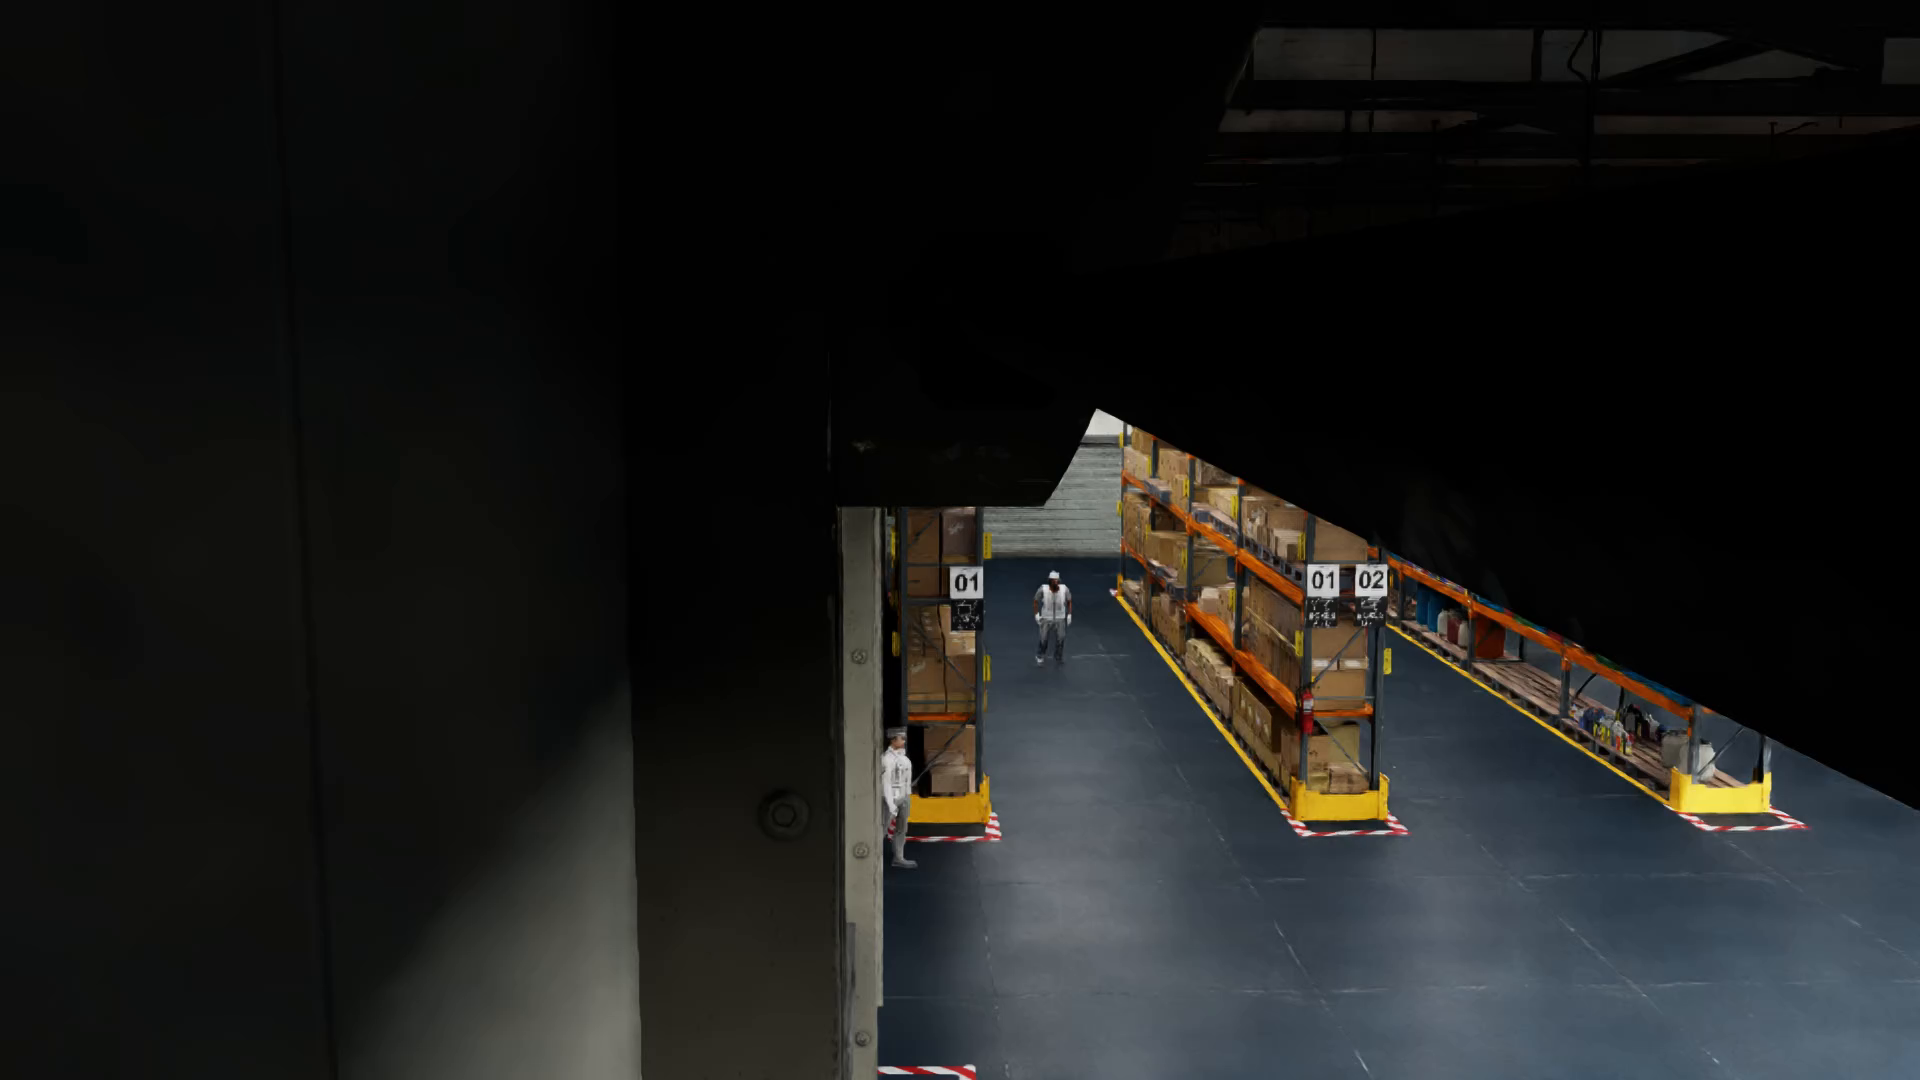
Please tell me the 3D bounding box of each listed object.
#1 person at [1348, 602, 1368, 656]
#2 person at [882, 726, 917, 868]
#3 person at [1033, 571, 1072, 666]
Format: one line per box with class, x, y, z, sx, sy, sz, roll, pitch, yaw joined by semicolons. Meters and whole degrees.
person;6.229;1.791;26.457;0.540;1.646;1.130;-1;8;-4
person;-0.808;2.905;18.637;0.446;1.673;0.633;6;10;34
person;1.629;1.379;29.247;0.702;1.735;0.549;-1;8;-4
